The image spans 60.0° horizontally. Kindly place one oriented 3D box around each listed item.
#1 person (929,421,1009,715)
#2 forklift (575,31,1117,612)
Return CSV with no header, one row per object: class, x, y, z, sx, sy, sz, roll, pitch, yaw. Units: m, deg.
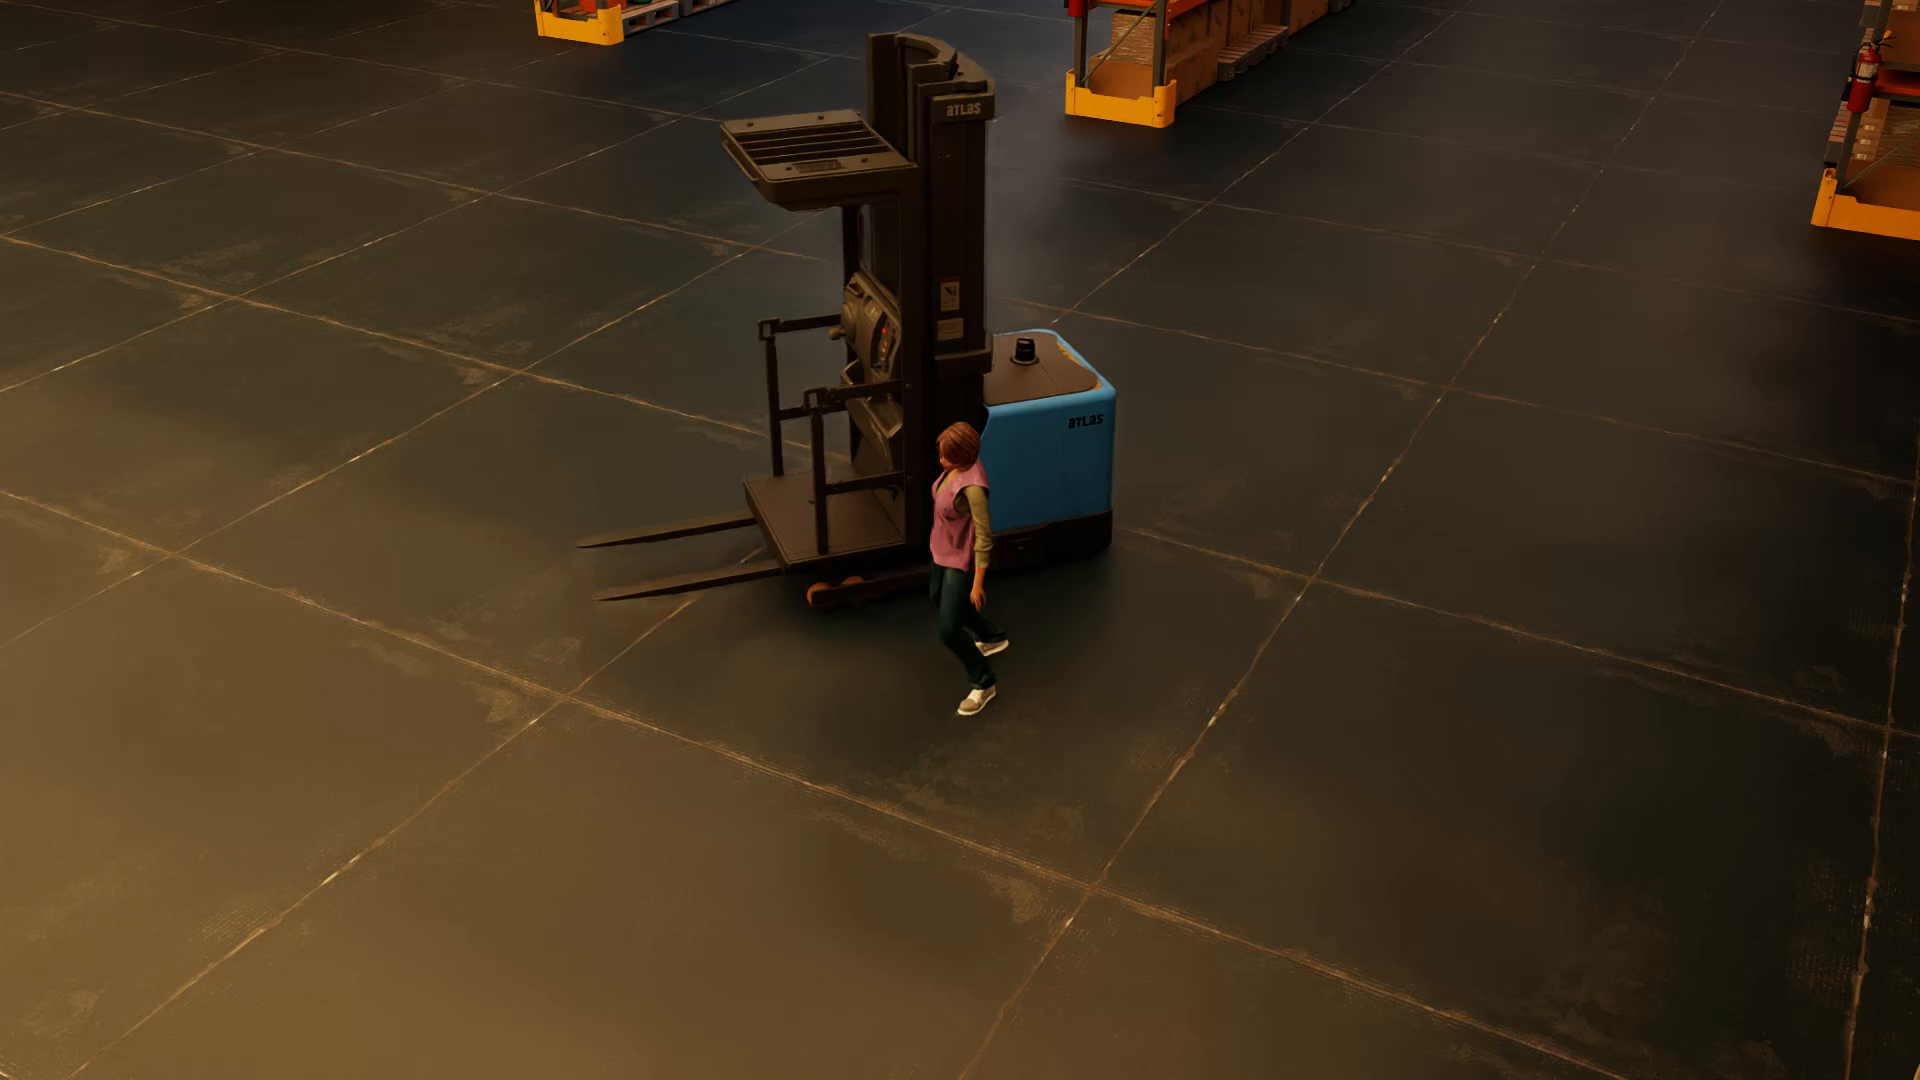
person,0.065,0.052,8.403,0.441,1.524,0.744,-6,30,-9
forklift,-0.673,-1.164,9.087,3.031,2.935,1.130,-10,32,-17
